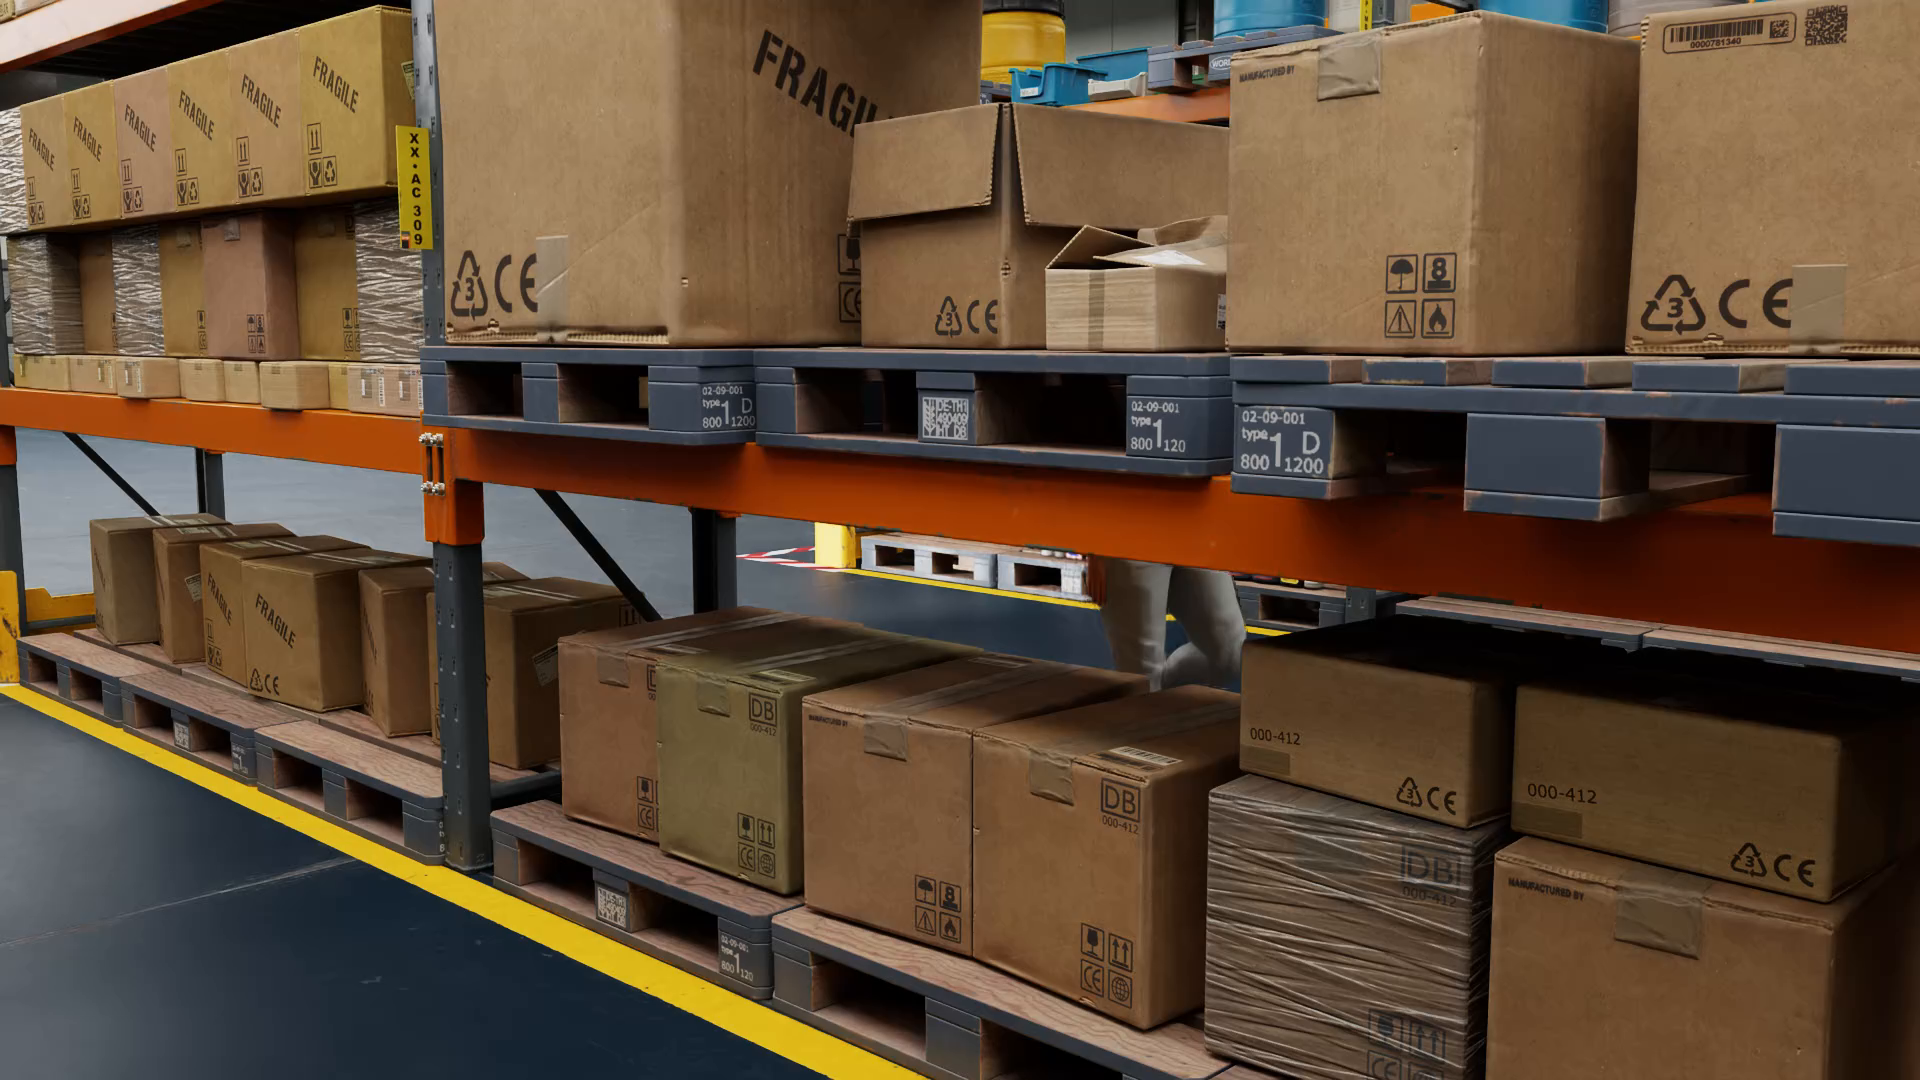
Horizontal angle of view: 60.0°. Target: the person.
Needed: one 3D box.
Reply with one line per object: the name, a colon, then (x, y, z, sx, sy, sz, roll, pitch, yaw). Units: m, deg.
person: (0.612, 0.036, 5.320, 0.506, 1.648, 0.534, -4, 8, -31)
